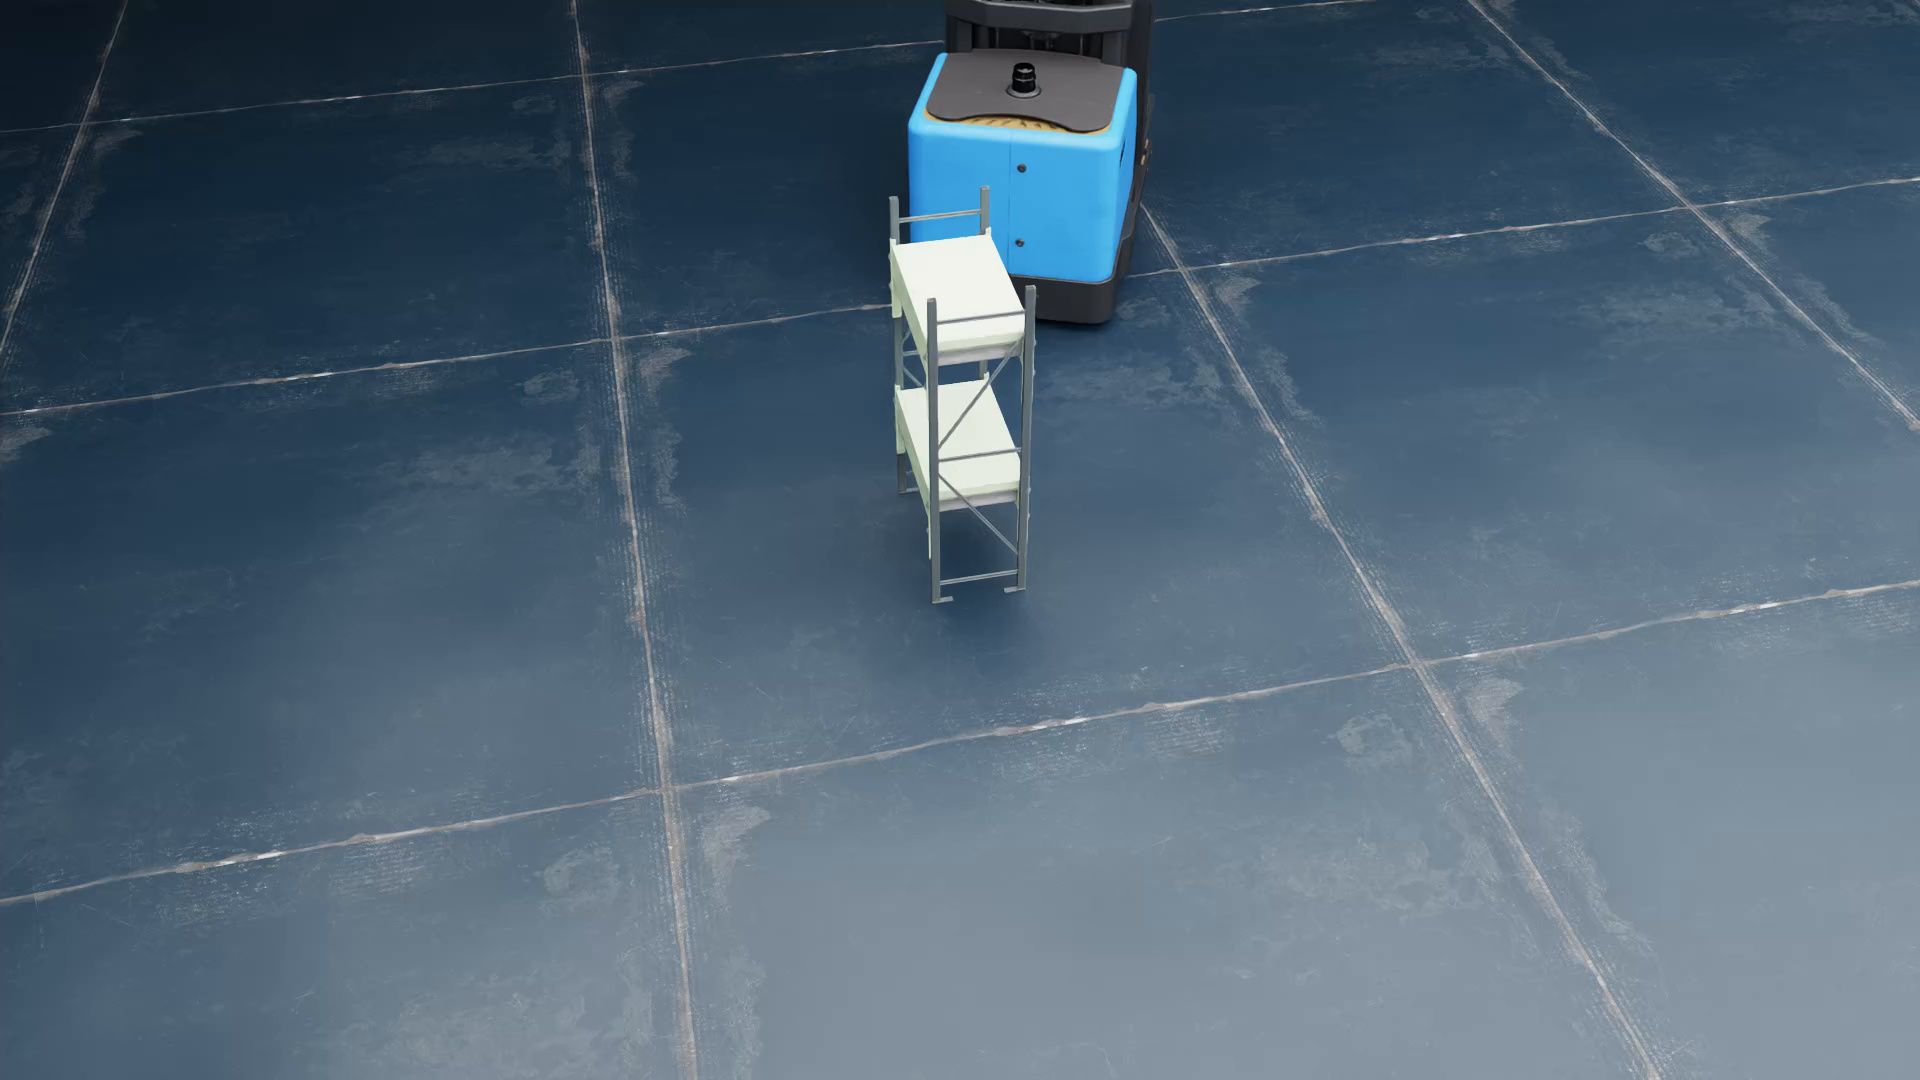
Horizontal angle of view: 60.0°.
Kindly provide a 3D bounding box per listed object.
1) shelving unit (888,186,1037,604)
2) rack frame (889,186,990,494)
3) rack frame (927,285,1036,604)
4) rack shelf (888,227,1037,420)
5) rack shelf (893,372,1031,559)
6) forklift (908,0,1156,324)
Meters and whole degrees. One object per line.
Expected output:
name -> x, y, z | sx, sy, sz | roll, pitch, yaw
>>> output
shelving unit -> -0.001, -0.565, 6.757 | 0.431, 1.500, 0.755 | -8, 42, -9
rack frame -> -0.080, -0.802, 7.024 | 0.400, 1.500, 0.023 | -8, 42, -9
rack frame -> 0.078, -0.328, 6.490 | 0.400, 1.500, 0.023 | -8, 42, -9
rack shelf -> -0.001, -0.857, 6.498 | 0.431, 0.370, 0.720 | -8, 42, -9
rack shelf -> -0.001, -0.321, 6.973 | 0.431, 0.370, 0.720 | -8, 42, -9
forklift -> 0.511, -3.169, 8.612 | 1.130, 2.935, 3.031 | 7, 42, 8
